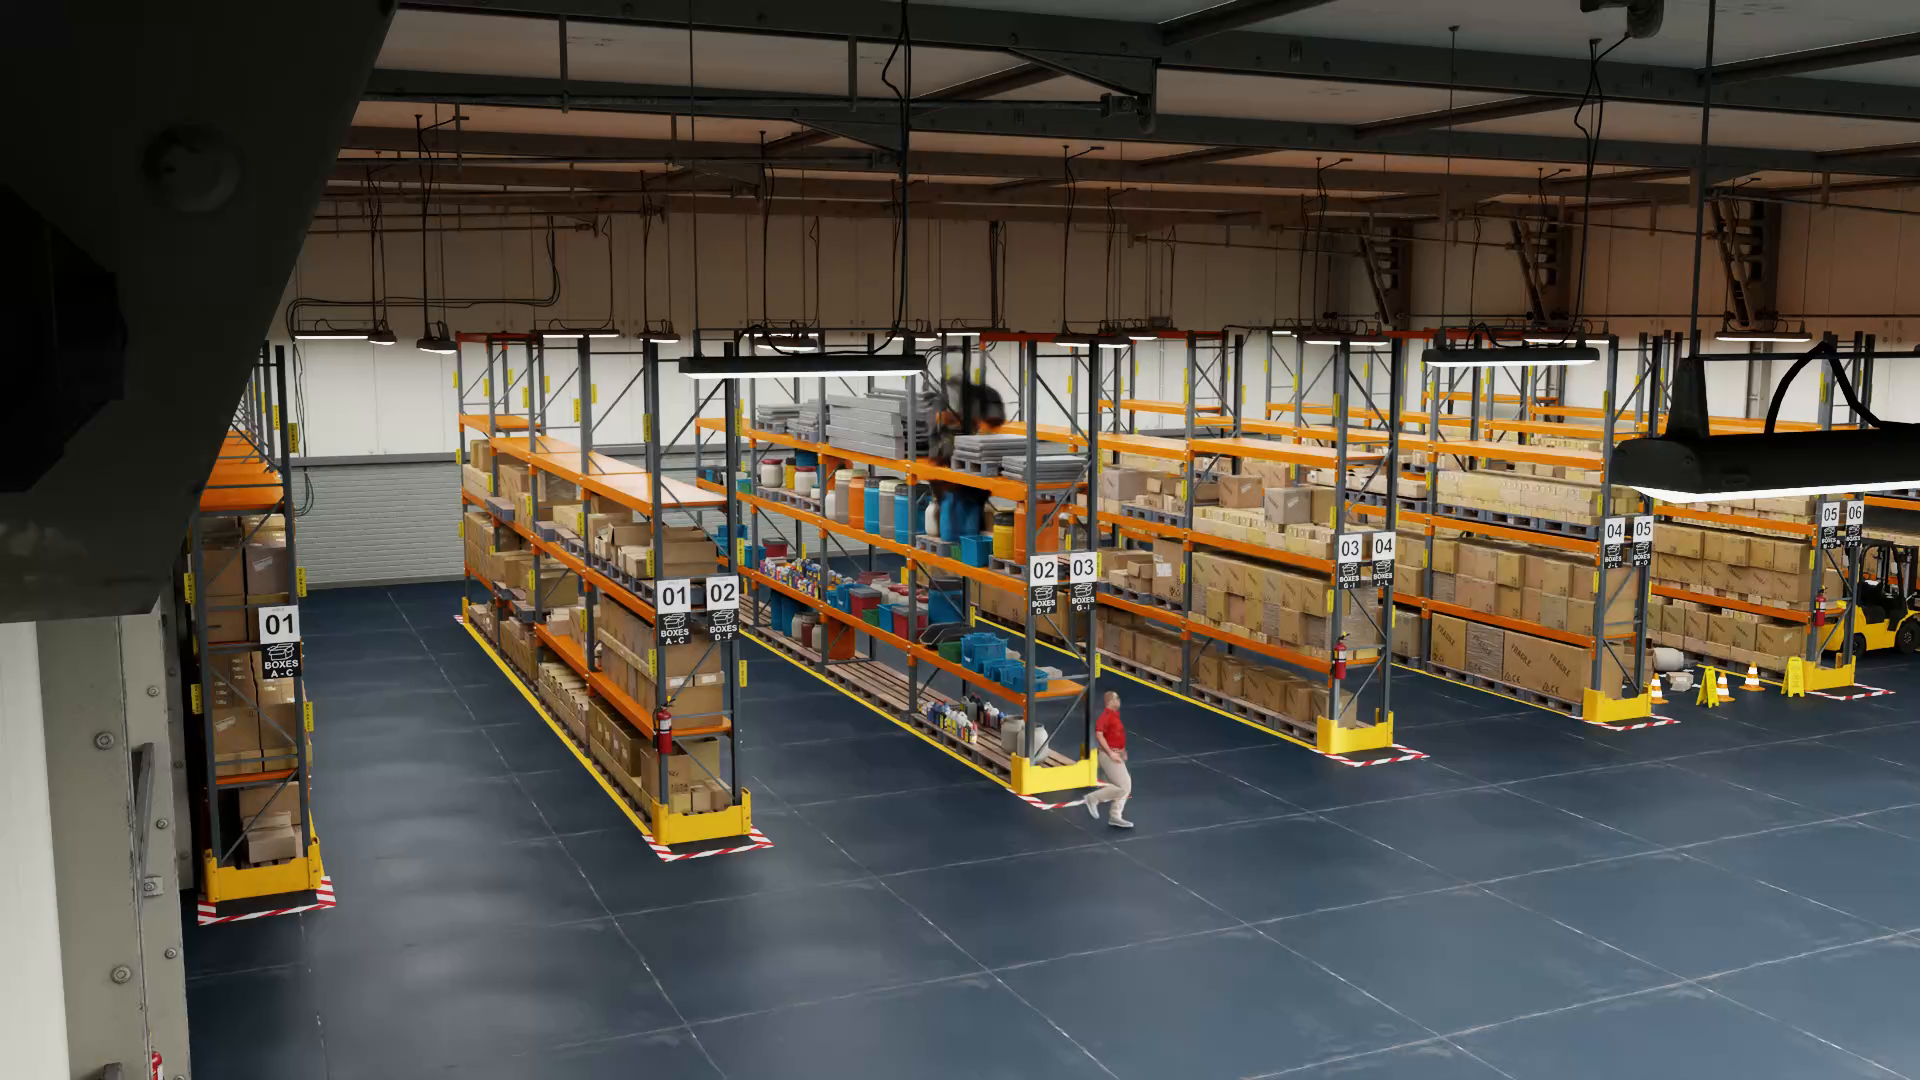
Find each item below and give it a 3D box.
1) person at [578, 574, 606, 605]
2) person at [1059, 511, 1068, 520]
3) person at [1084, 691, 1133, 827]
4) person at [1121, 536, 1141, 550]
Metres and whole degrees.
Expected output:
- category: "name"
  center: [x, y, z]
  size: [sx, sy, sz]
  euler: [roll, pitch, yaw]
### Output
- category: "person"
  center: [-7.496, 0.880, 34.250]
  size: [0.703, 1.721, 0.601]
  euler: [-5, 9, -35]
- category: "person"
  center: [2.360, -0.042, 40.866]
  size: [0.878, 1.798, 0.679]
  euler: [-6, 10, -37]
- category: "person"
  center: [1.883, 2.717, 20.830]
  size: [0.618, 1.654, 0.701]
  euler: [1, 8, 9]
- category: "person"
  center: [4.372, -0.191, 42.286]
  size: [0.770, 1.762, 0.550]
  euler: [-3, 8, -22]
